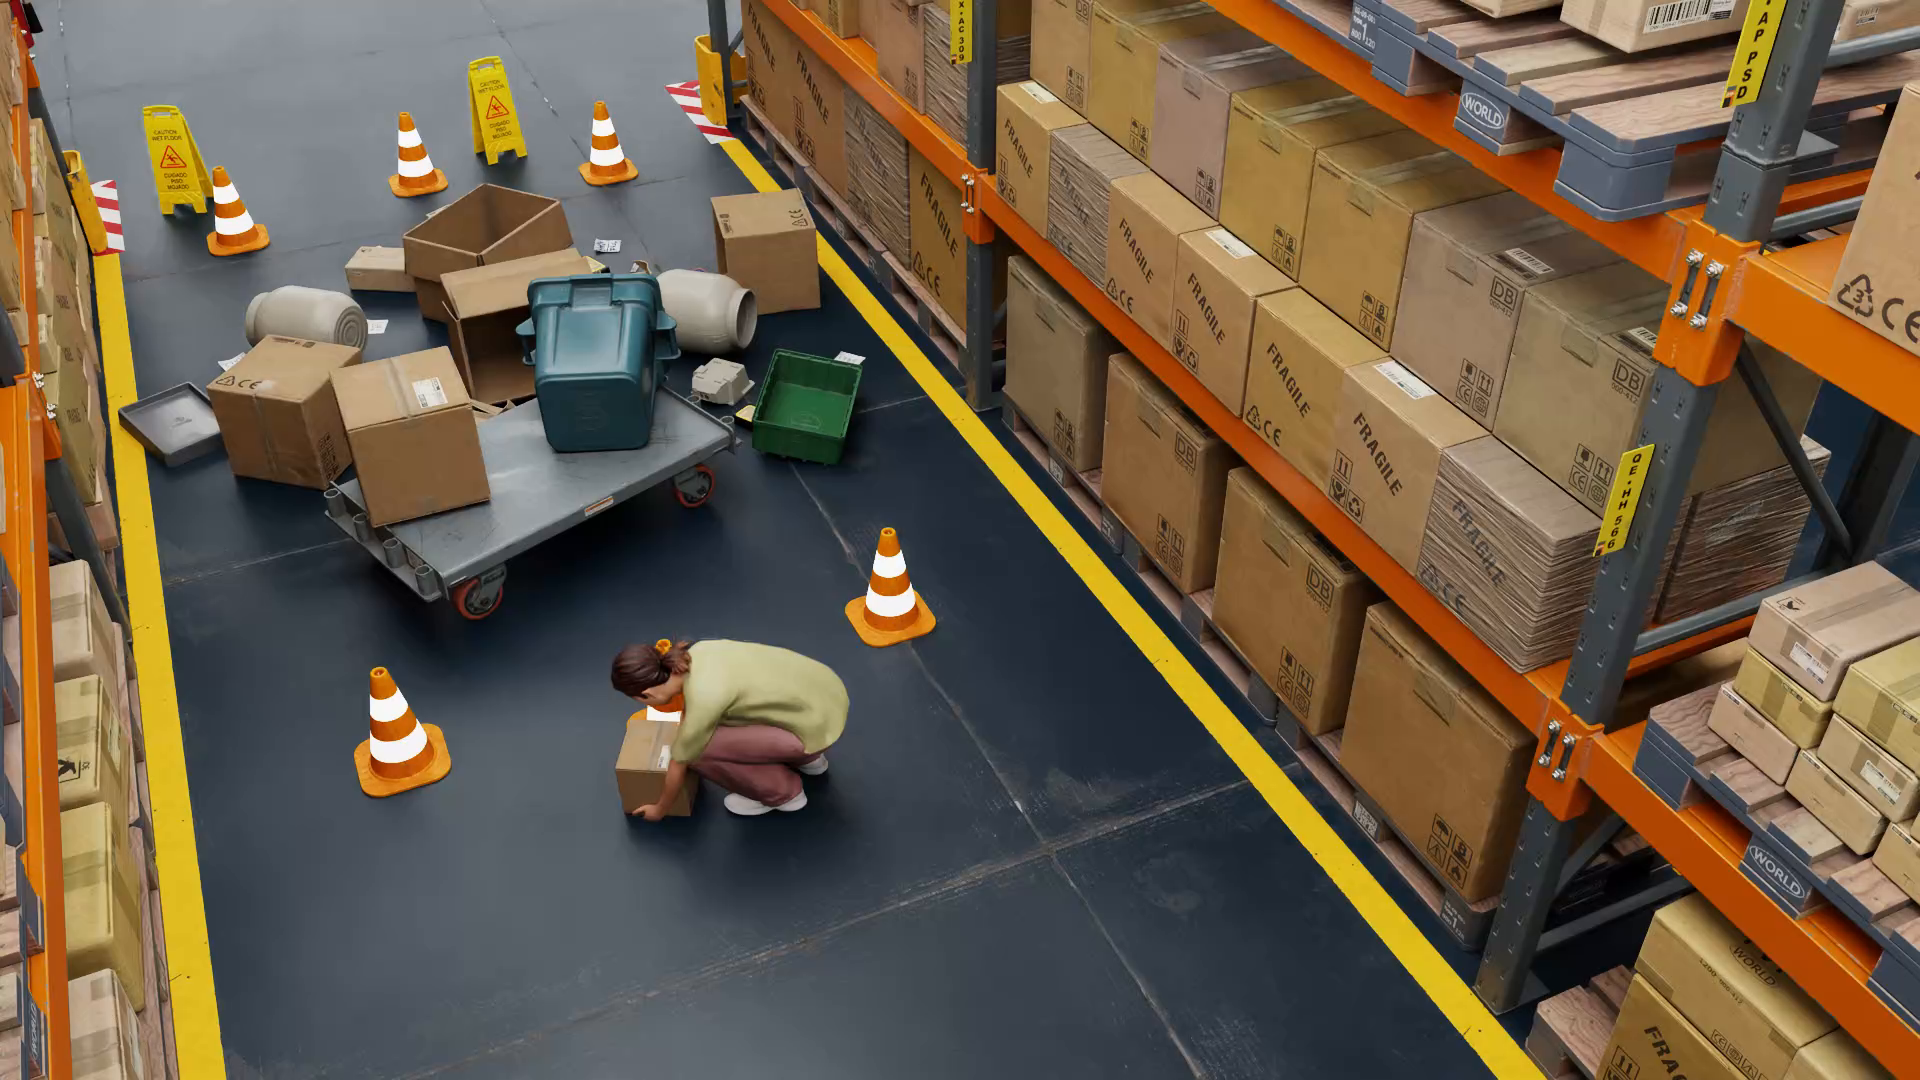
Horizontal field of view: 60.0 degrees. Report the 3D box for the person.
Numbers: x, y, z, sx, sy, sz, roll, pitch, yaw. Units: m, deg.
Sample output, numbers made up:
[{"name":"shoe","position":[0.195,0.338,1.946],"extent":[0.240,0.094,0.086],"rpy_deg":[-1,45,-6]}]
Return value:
[{"name":"person","position":[-0.822,0.669,6.092],"extent":[0.824,0.813,0.487],"rpy_deg":[2,37,3]}]
